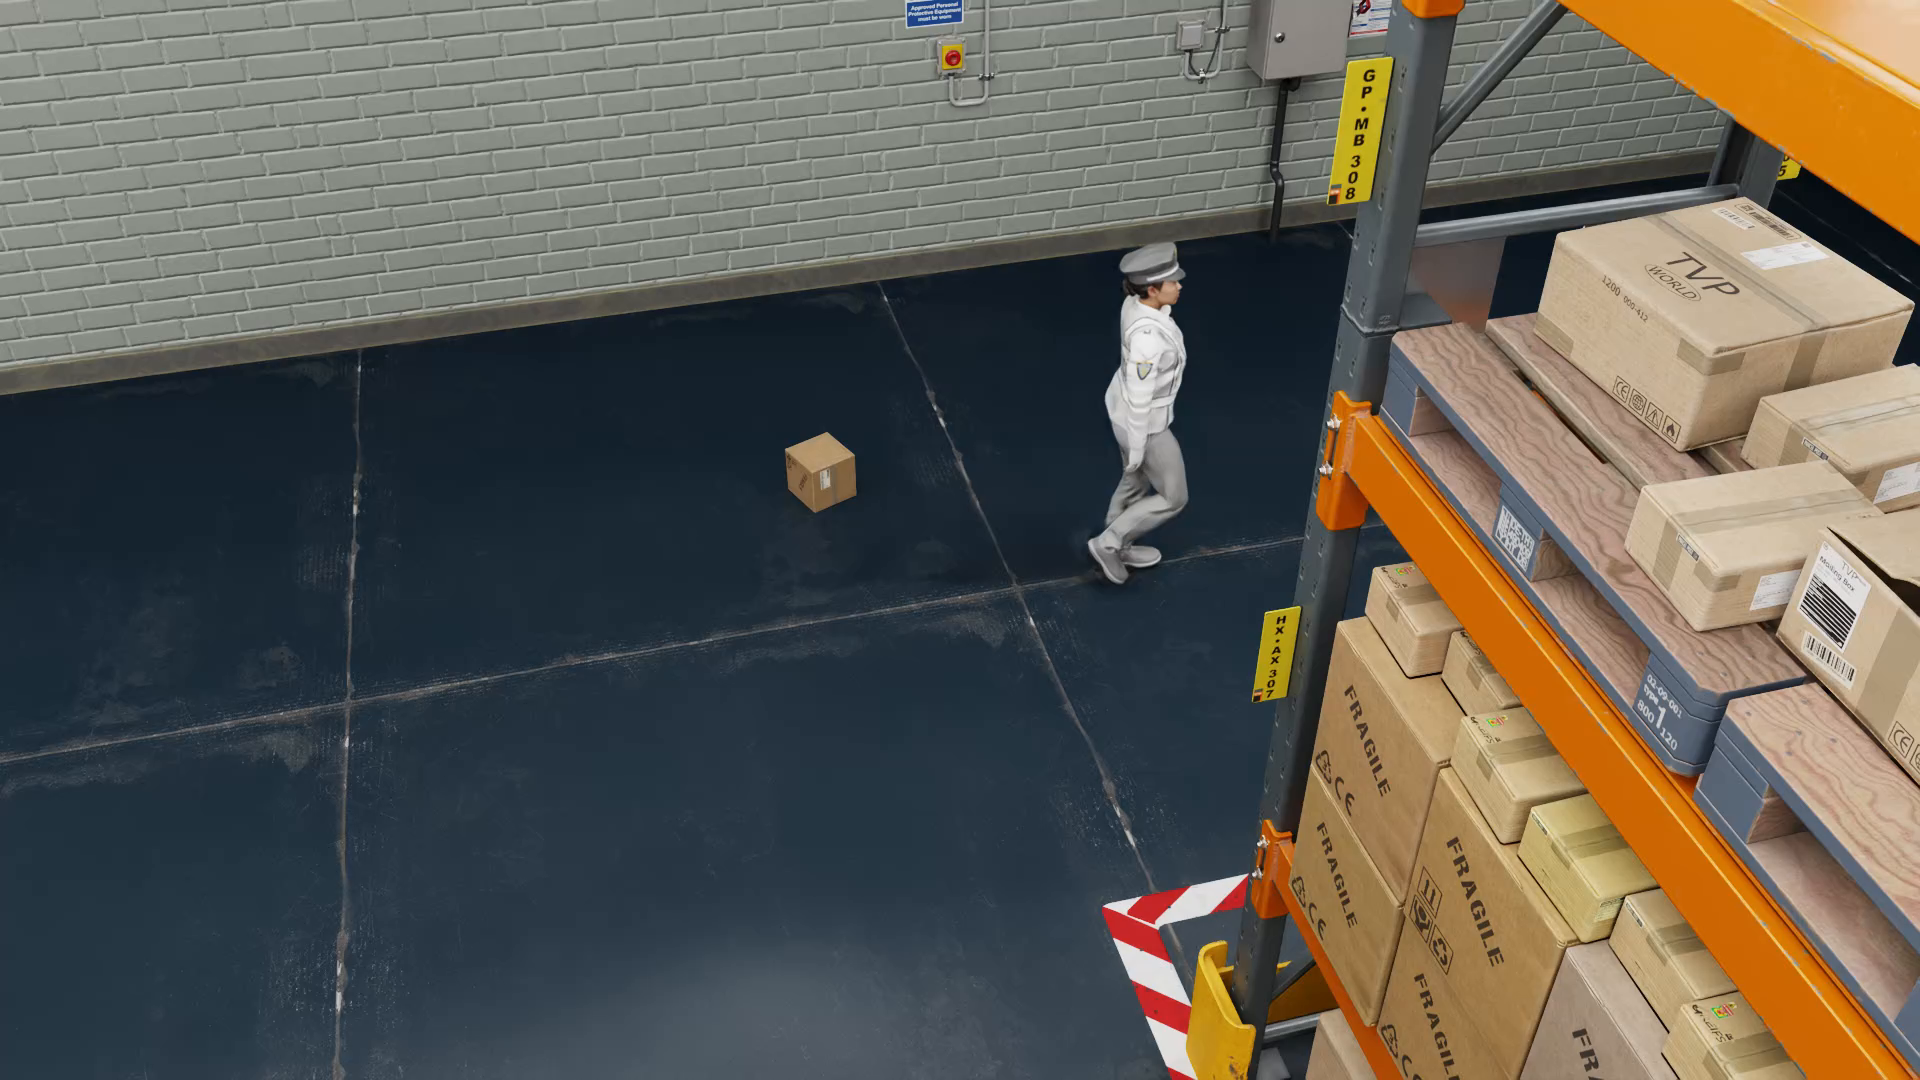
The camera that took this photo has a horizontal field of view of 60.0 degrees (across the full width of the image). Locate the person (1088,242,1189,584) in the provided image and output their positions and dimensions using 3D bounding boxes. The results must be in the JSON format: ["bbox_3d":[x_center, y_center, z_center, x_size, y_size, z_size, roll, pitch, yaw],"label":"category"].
[{"bbox_3d":[0.799,-0.534,7.326,0.435,1.682,0.492,-2,38,-2],"label":"person"}]
